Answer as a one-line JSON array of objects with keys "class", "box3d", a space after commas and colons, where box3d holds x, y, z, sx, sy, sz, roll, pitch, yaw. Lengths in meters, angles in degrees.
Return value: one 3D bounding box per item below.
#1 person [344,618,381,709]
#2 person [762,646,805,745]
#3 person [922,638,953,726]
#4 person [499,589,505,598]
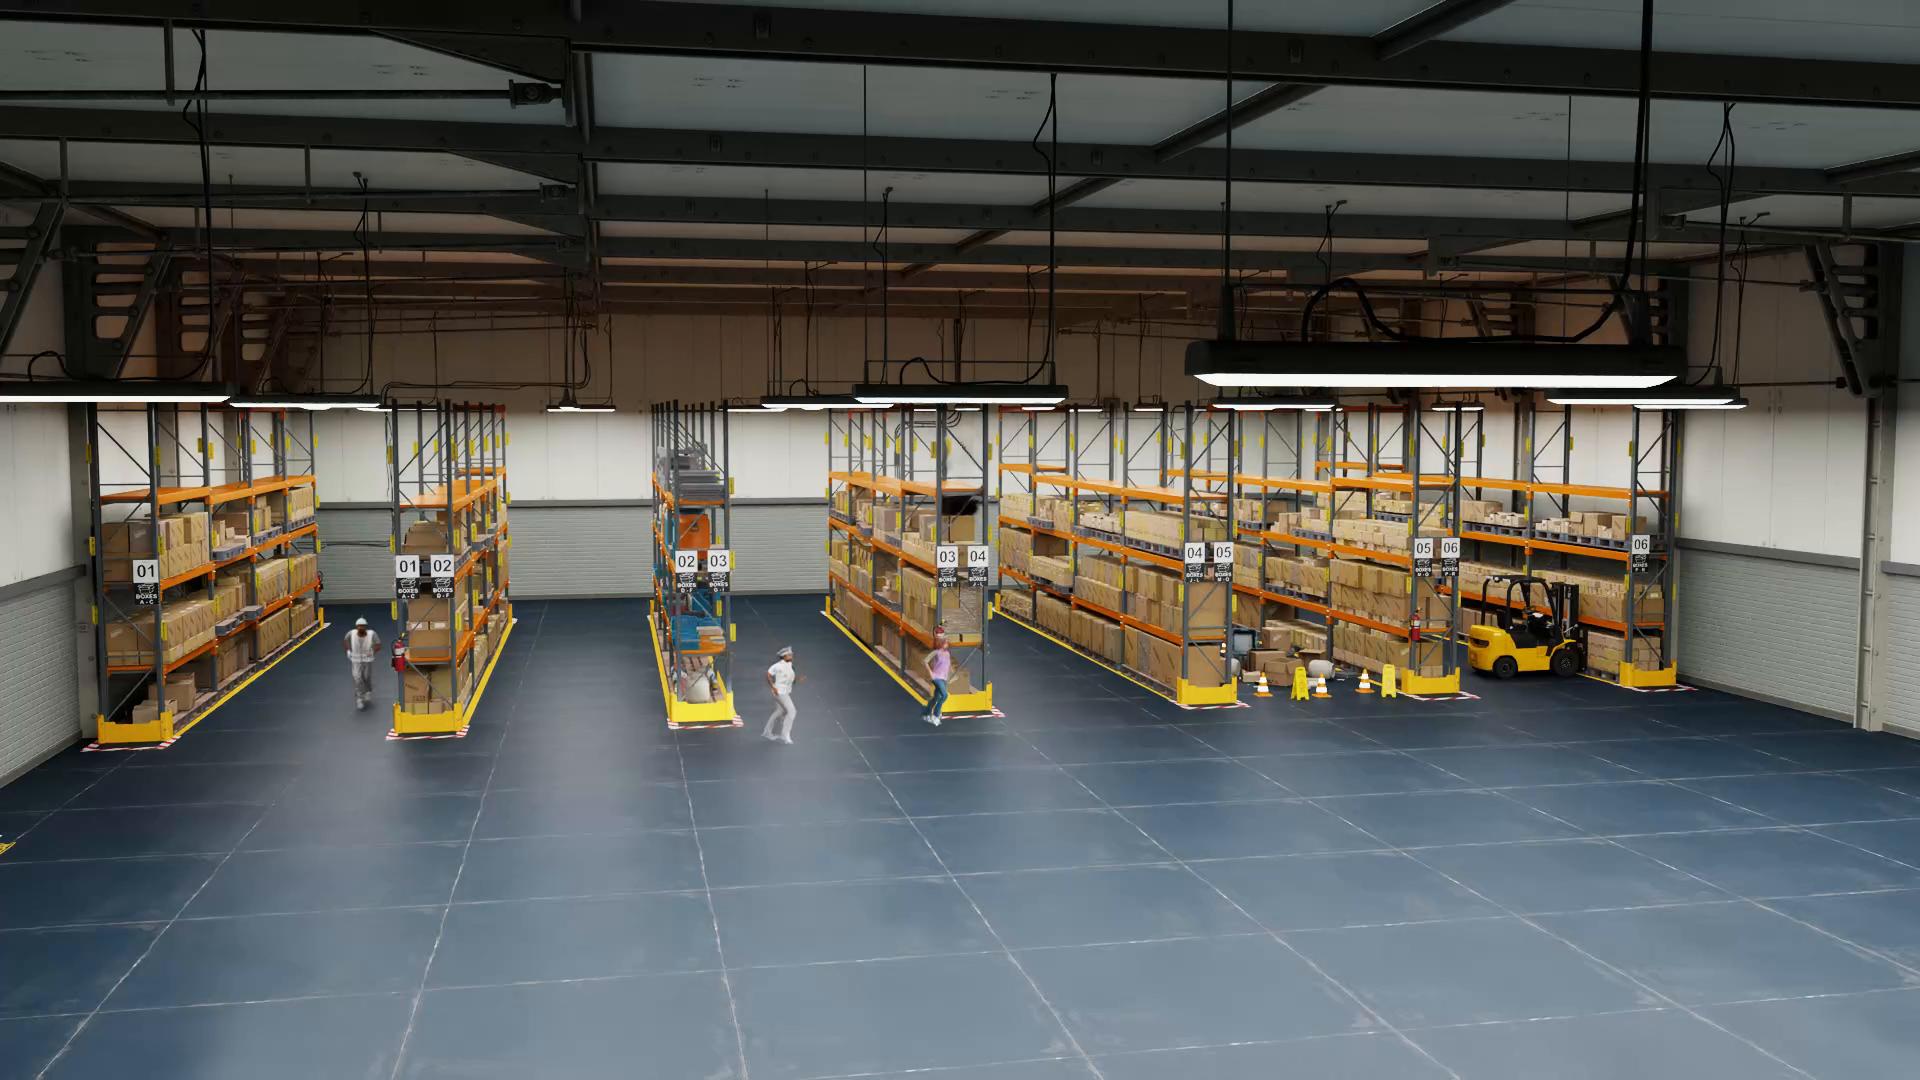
[{"class": "person", "box3d": [-11.655, 2.360, 32.462, 0.697, 1.726, 1.136, -1, 4, -14]}, {"class": "person", "box3d": [-3.087, 2.713, 28.975, 0.788, 1.747, 0.575, 1, 4, 14]}, {"class": "person", "box3d": [-0.386, 2.618, 30.883, 0.627, 1.602, 0.554, 3, 5, 33]}, {"class": "person", "box3d": [-12.994, 1.339, 46.729, 0.559, 1.749, 0.691, 0, 4, -1]}]
